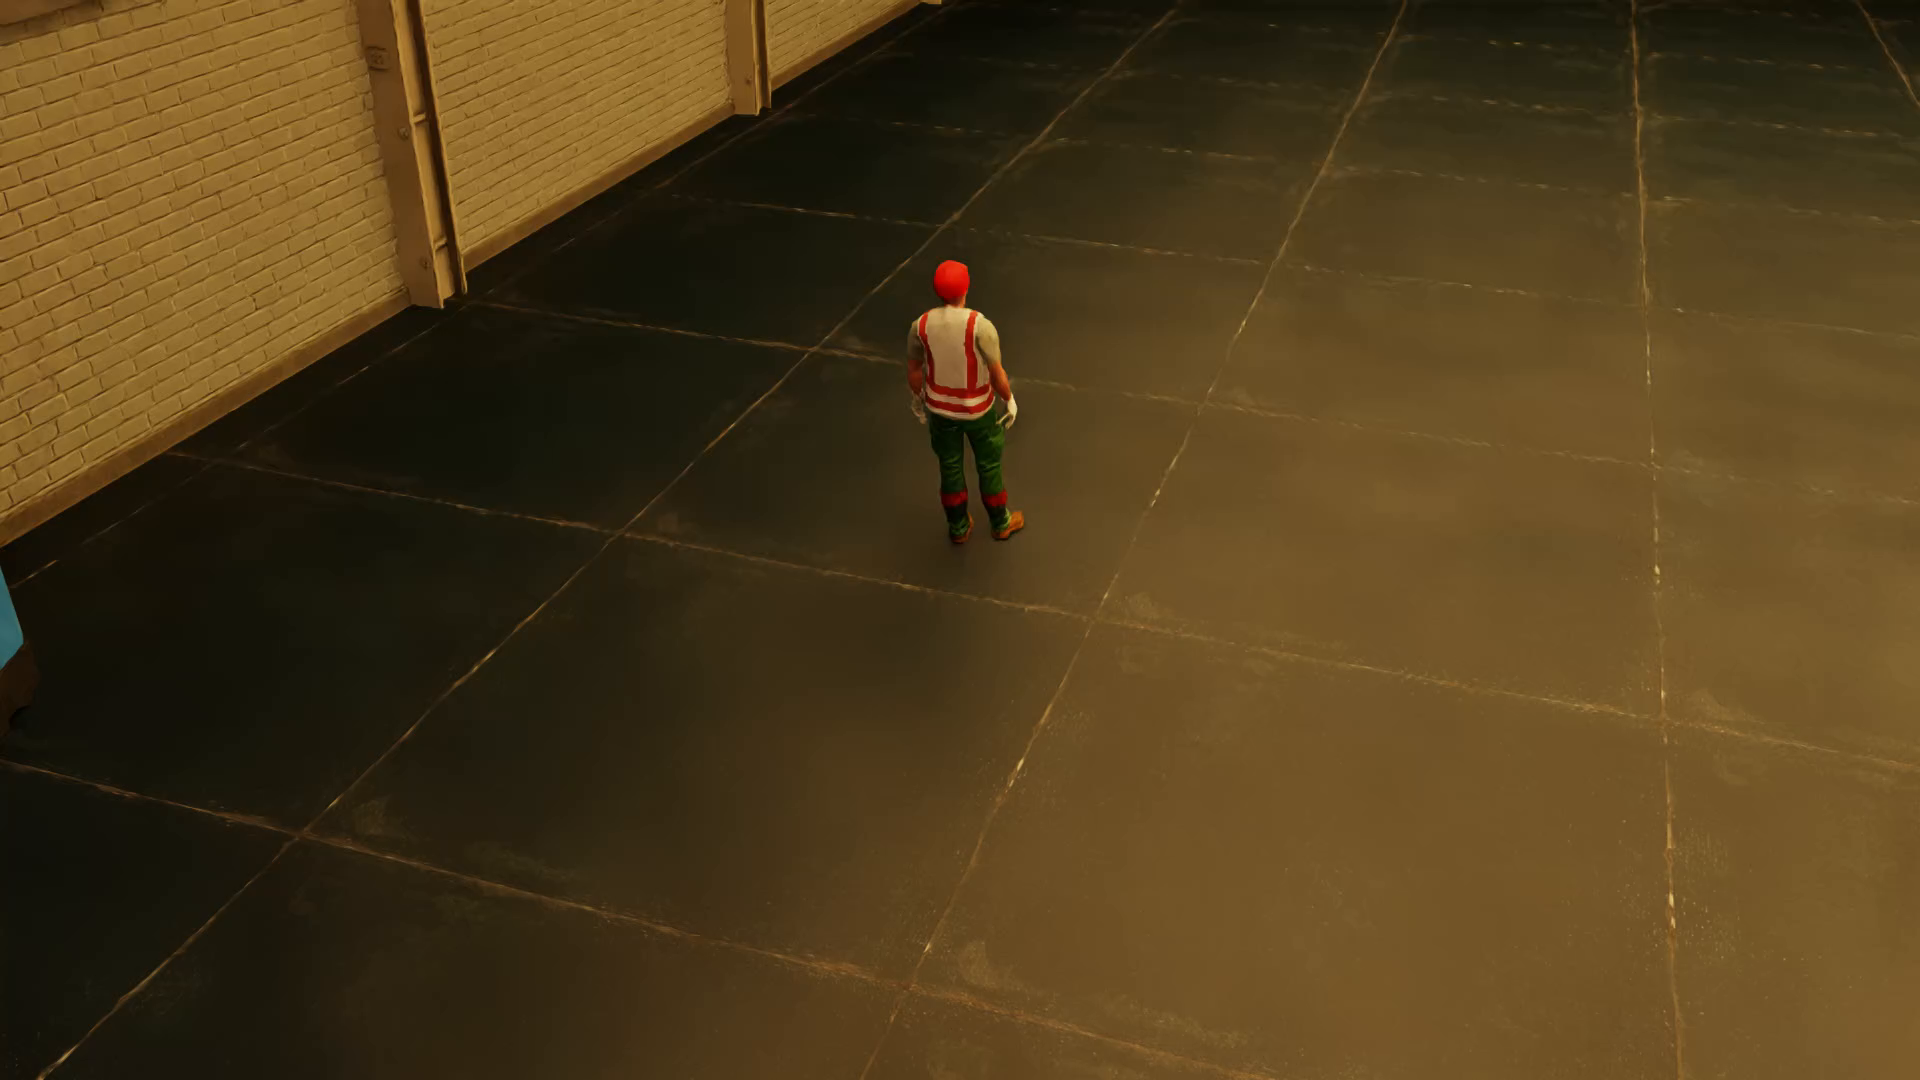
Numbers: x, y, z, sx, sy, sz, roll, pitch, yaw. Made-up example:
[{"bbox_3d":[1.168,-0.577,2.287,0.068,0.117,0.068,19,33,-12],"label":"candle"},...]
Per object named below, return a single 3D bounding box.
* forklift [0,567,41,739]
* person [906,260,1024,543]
[{"bbox_3d":[-5.289,0.234,6.726,1.130,2.935,3.031,-1,30,-1],"label":"forklift"},{"bbox_3d":[0.037,-0.819,9.713,0.637,1.787,0.563,10,31,16],"label":"person"}]
